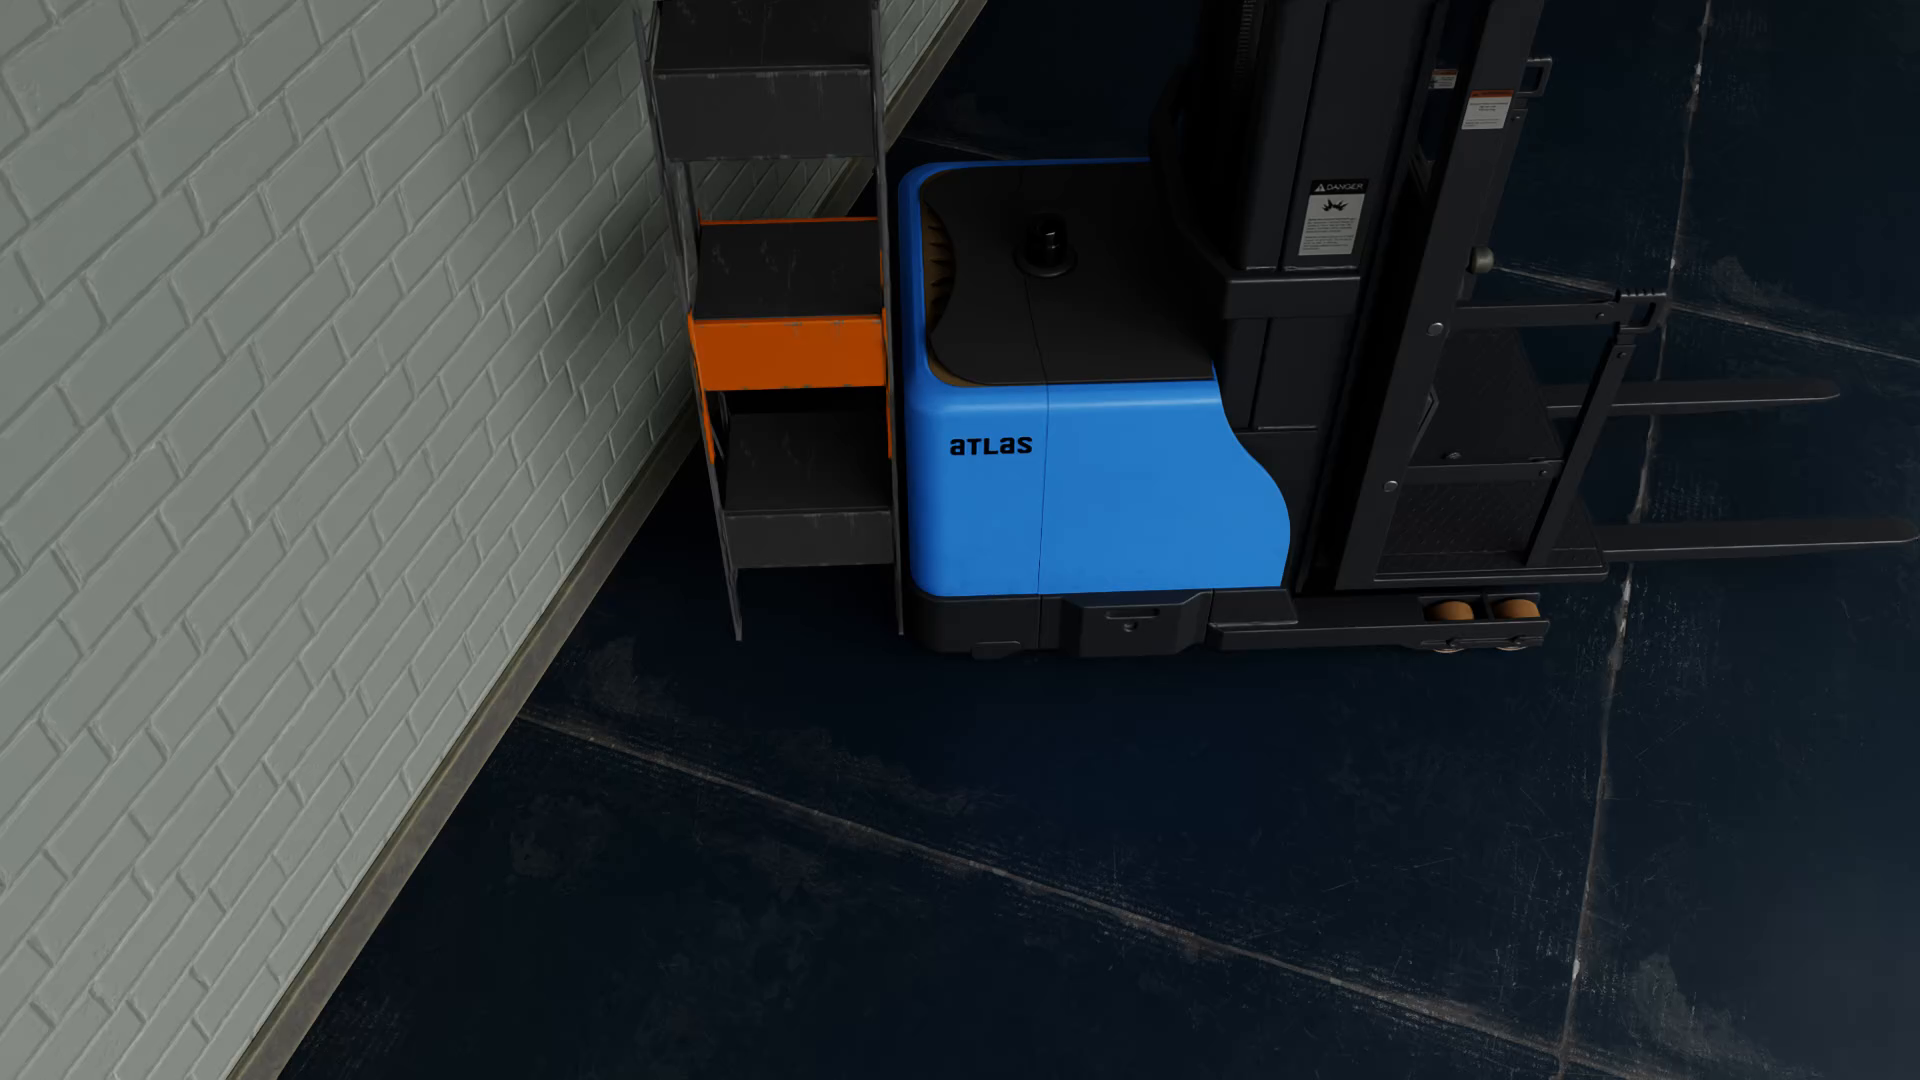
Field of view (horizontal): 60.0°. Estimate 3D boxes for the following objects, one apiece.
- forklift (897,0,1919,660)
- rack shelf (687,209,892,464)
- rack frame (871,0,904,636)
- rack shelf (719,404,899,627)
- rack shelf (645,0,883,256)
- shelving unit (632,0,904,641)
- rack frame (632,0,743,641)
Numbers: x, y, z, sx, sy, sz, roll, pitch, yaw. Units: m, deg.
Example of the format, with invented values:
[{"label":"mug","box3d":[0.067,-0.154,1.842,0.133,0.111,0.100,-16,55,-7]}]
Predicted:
[{"label":"forklift","box3d":[1.341,-1.025,4.199,3.031,2.935,1.130,-2,49,-2]},{"label":"rack shelf","box3d":[-0.428,-0.534,4.342,0.480,0.518,0.431,-2,49,-2]},{"label":"rack frame","box3d":[-0.185,-0.551,4.338,0.015,2.100,0.400,-2,49,-2]},{"label":"rack shelf","box3d":[-0.428,-0.076,4.871,0.480,0.518,0.431,-2,49,-2]},{"label":"rack shelf","box3d":[-0.428,-0.993,3.813,0.480,0.518,0.431,-2,49,-2]},{"label":"shelving unit","box3d":[-0.428,-0.543,4.331,0.503,2.100,0.431,-2,49,-2]},{"label":"rack frame","box3d":[-0.672,-0.535,4.324,0.015,2.100,0.400,-2,49,-2]}]
